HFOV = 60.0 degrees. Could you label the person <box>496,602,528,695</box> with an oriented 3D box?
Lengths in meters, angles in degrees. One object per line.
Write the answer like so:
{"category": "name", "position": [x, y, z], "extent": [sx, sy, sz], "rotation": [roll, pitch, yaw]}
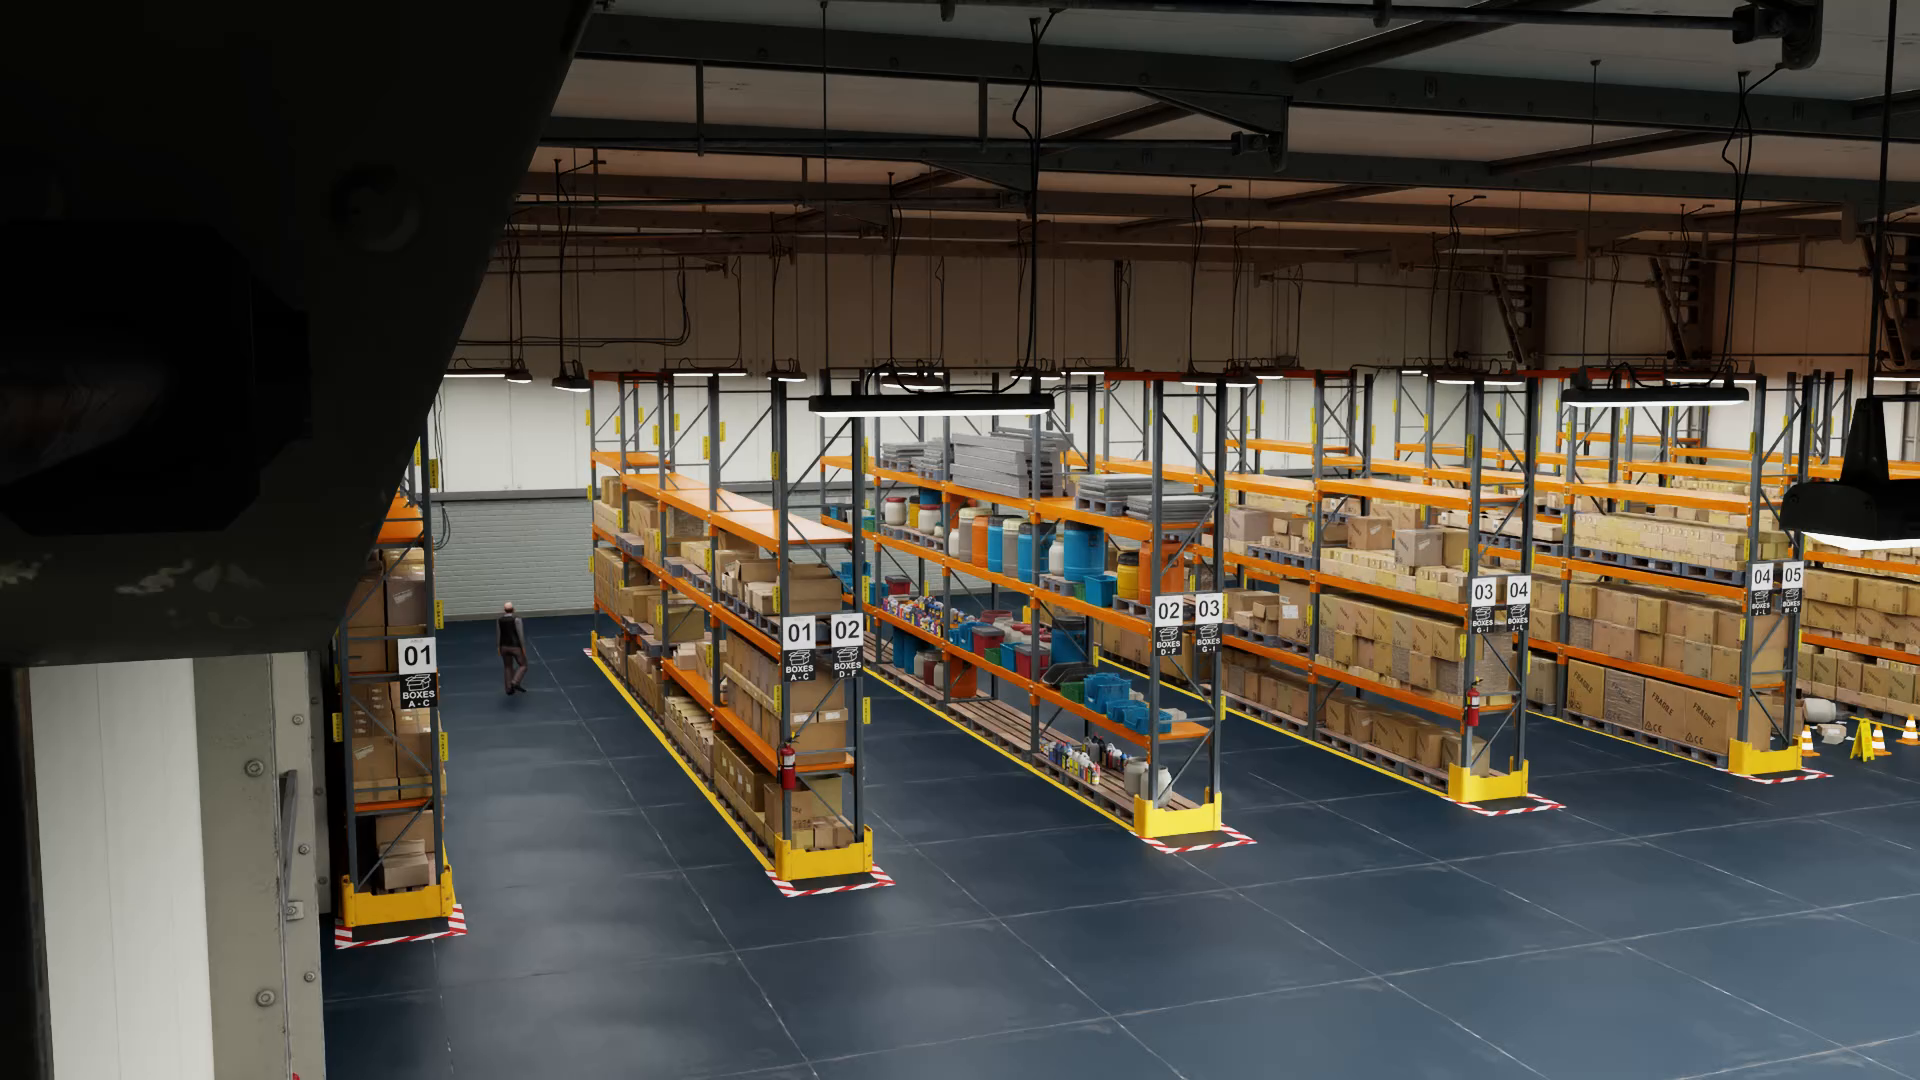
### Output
{"category": "person", "position": [-8.370, 2.026, 30.960], "extent": [0.567, 1.723, 0.480], "rotation": [2, 7, 13]}
